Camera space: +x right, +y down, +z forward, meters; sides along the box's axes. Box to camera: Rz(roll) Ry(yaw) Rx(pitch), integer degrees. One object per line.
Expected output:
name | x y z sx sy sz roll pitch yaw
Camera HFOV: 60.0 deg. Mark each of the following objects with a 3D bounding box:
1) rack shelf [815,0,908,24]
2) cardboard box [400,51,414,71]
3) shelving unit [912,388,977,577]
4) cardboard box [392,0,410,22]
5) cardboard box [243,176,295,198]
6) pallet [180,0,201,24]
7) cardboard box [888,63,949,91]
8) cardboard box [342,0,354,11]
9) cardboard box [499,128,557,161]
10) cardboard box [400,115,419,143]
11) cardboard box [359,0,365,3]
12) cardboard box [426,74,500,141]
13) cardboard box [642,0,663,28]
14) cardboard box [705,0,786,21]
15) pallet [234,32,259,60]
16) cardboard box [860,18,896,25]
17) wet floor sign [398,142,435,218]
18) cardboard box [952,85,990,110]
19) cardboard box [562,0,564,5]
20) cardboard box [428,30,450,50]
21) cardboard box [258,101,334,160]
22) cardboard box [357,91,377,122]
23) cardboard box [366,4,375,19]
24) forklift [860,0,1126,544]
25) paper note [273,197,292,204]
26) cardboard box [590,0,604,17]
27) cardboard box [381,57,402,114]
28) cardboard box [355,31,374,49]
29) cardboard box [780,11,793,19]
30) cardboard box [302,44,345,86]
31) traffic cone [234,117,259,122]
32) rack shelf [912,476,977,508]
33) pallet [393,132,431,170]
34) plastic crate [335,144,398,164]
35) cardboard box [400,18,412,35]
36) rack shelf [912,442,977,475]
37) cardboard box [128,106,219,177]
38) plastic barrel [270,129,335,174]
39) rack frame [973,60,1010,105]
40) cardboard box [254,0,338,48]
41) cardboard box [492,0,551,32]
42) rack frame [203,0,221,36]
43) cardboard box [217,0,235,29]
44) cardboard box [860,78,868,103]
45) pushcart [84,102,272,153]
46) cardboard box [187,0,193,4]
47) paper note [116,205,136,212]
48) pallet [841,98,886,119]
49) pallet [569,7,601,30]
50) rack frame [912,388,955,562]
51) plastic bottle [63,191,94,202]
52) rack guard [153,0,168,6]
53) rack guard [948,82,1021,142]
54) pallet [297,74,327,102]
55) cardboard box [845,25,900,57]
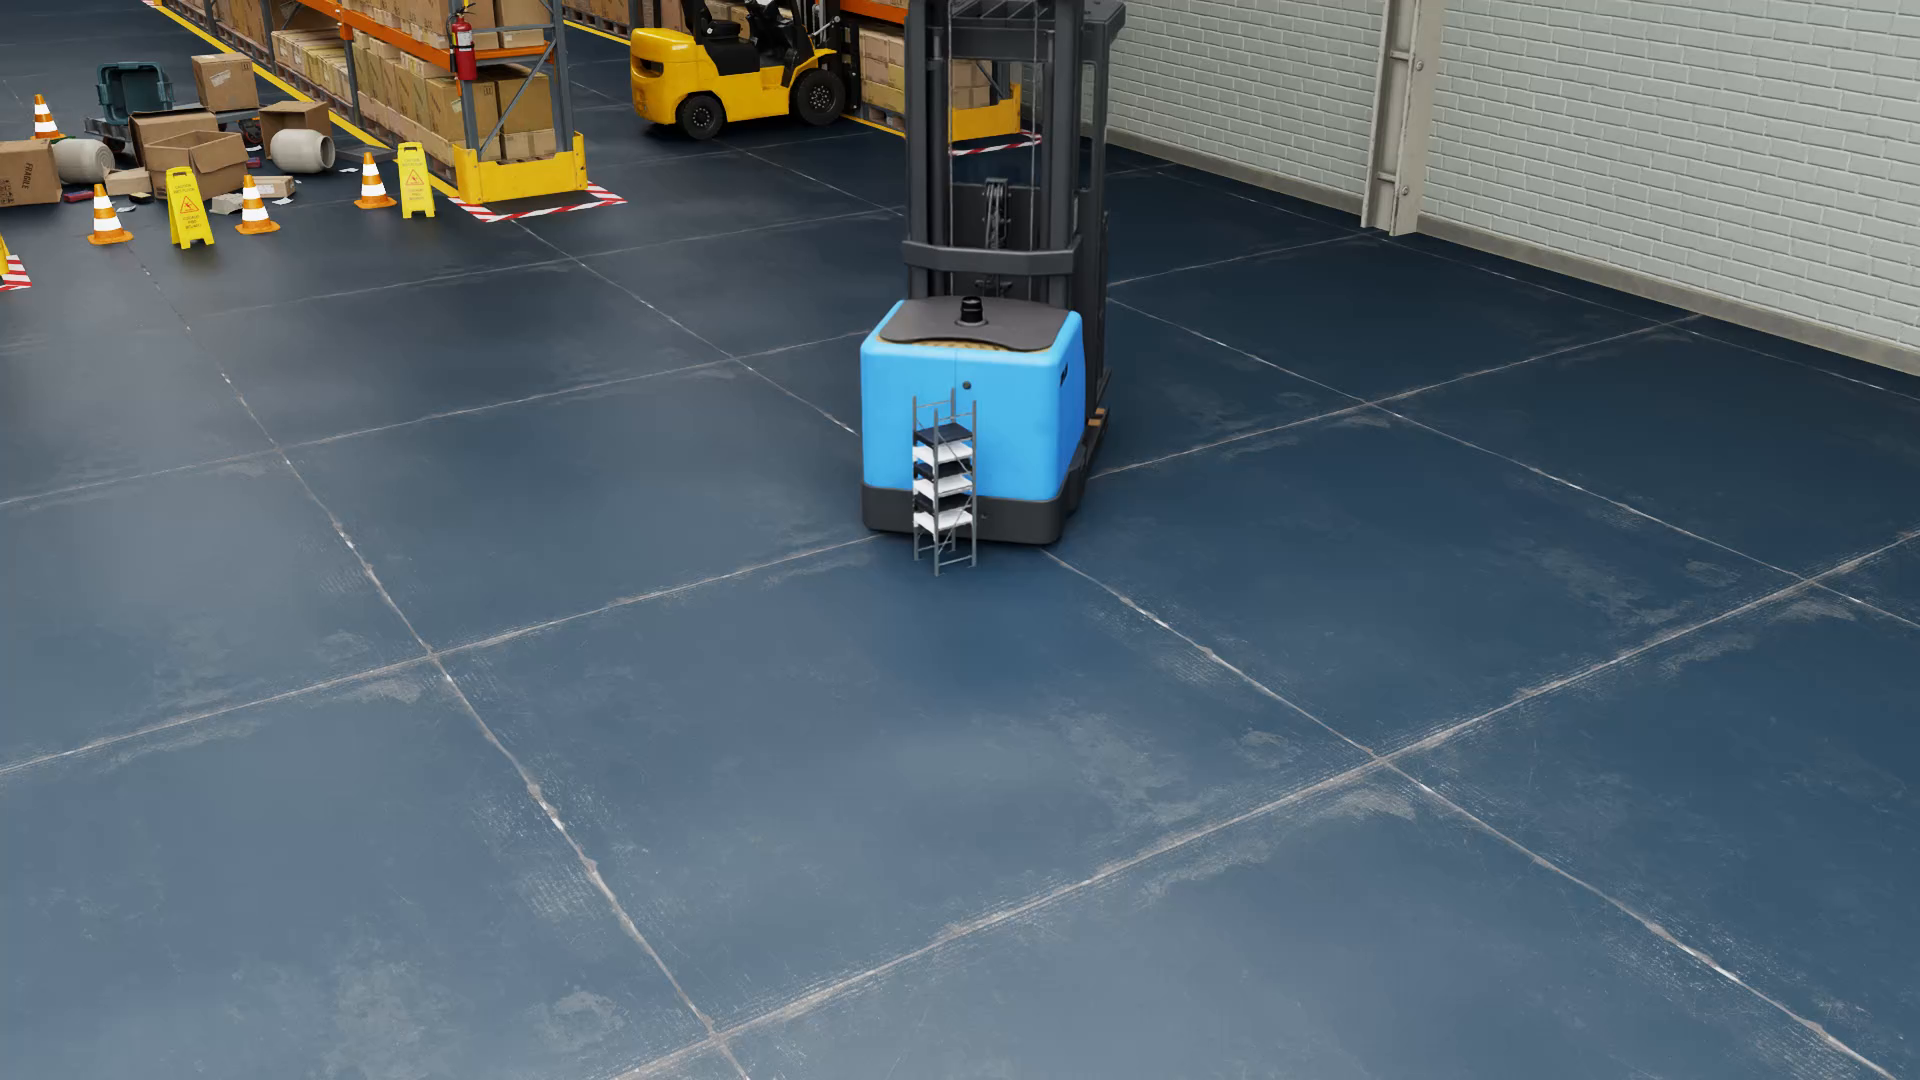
rack shelf | -1.000 -6.149 19.104 1.077 0.370 4.000 -16 29 -30
cardboard box | -5.254 -4.706 16.296 0.380 0.149 0.250 -14 29 -27
shelving unit | -0.076 -0.284 8.298 0.258 0.900 0.210 -15 29 -28
cardboard box | -5.132 -5.270 15.935 0.500 0.500 0.500 -16 29 -30
cardboard box | -6.472 -3.309 15.586 0.380 0.149 0.250 -1 25 -3
pallet | -11.635 -8.359 26.209 1.003 0.211 1.213 -16 29 -30
cardboard box | -0.436 -5.033 18.040 0.500 0.250 0.500 -16 30 -30
cardboard box | -6.345 -5.730 17.669 0.380 0.149 0.250 -16 29 -30
cardboard box | -4.273 -3.900 16.227 0.500 0.250 0.500 -16 30 -30
cardboard box | -5.298 -4.147 16.749 0.500 0.250 0.500 -17 30 -31
cardboard box | -5.948 -5.815 17.088 0.500 0.500 0.500 -16 29 -30
cardboard box | -4.721 -4.112 15.797 0.500 0.500 0.500 -15 29 -29
cardboard box | -3.946 -7.510 23.434 0.875 0.625 0.625 -15 29 -28
cardboard box | -2.803 -6.769 21.864 0.875 0.625 0.625 -16 30 -30
pallet | -9.461 -6.937 23.196 1.003 0.211 1.213 -16 29 -30
cardboard box | -0.826 -5.917 19.329 0.500 0.250 0.500 -16 30 -31
wet floor sign | -4.858 -3.219 14.812 0.267 0.644 0.232 -6 26 -12
cardboard box | -0.012 -4.926 18.401 0.500 0.250 0.500 -15 29 -29
cardboard box | -6.084 -8.697 26.095 0.500 0.500 0.500 -16 30 -30
cardboard box | -4.679 -4.636 15.350 0.380 0.149 0.250 -16 30 -30
cardboard box | -6.803 -4.202 17.062 0.500 0.500 0.500 3 25 6
cardboard box | -6.152 -4.704 17.929 0.500 0.250 0.500 -17 30 -32
cardboard box | -5.887 -5.468 17.113 0.380 0.149 0.250 -15 29 -28
forklift | 0.297 -1.908 9.359 1.130 2.935 3.031 5 26 11
paper note | -6.249 -3.132 15.349 0.142 0.019 0.148 18 31 33
cardboard box | -5.238 -8.149 24.934 0.500 0.500 0.500 -14 29 -27
cardboard box | -5.569 -4.668 16.976 0.500 0.500 0.500 -14 29 -27
cardboard box | -6.135 -5.278 17.507 0.380 0.149 0.250 -15 29 -29
cardboard box | -1.820 -6.157 19.836 0.500 0.250 0.500 -15 29 -29
cardboard box | -7.313 -5.725 19.949 0.950 0.372 0.625 -14 29 -28
traffic cone | -8.098 -5.001 18.802 0.336 0.463 0.334 -16 29 -30
rack shelf | -0.076 -0.254 8.312 0.258 0.077 0.200 -15 29 -28
pallet | -5.182 -4.102 17.191 1.003 0.211 1.213 -16 29 -30
plastic crate | -6.078 -3.958 17.041 0.583 0.080 0.402 18 31 33
cardboard box | -5.205 -5.012 16.148 0.380 0.149 0.250 -16 30 -30
rack shelf | -0.076 -0.417 8.235 0.258 0.077 0.200 -15 29 -28
cardboard box | -7.662 -3.904 16.271 0.797 0.637 0.503 -16 29 -30
plastic barrel | -6.461 -3.822 16.349 0.512 0.421 0.421 3 25 6
rack frame | 0.092 -5.759 17.435 1.000 3.000 0.127 -16 29 -30
cardboard box | -8.739 -6.958 21.971 0.875 0.875 0.875 -16 30 -30
cardboard box | -4.091 -5.014 15.393 0.500 0.500 0.500 -16 30 -30
rack frame | -10.616 -8.893 24.074 1.000 3.000 0.127 -16 29 -30
cardboard box | -10.210 -7.919 24.007 0.875 0.875 0.875 -15 29 -28
cardboard box | -0.958 -5.161 18.897 0.500 0.250 0.500 -15 29 -29
pushcart | -8.131 -4.296 17.409 0.936 0.377 1.648 18 31 33
cardboard box | -11.848 -8.817 26.422 0.875 0.438 0.875 -15 29 -28
paper note | -7.568 -3.009 15.090 0.144 0.017 0.142 -6 26 -12
pallet | -1.022 -5.197 19.512 1.003 0.211 1.213 -16 29 -30
pallet | -5.313 -8.071 25.599 1.003 0.211 1.213 -16 29 -30
rack frame | -0.129 -0.321 8.376 0.240 0.900 0.006 -15 29 -28
plastic bottle | -8.165 -3.200 15.458 0.133 0.061 0.283 18 31 33
rack guard | -12.812 -9.202 27.656 1.175 0.500 0.348 -16 29 -30
rack guard | 0.105 -4.620 17.950 1.175 0.500 0.348 -16 29 -30
pallet | -7.345 -5.485 20.122 1.003 0.211 1.213 -16 29 -30
cardboard box | -0.988 -5.609 18.675 0.500 0.250 0.500 -15 29 -29
